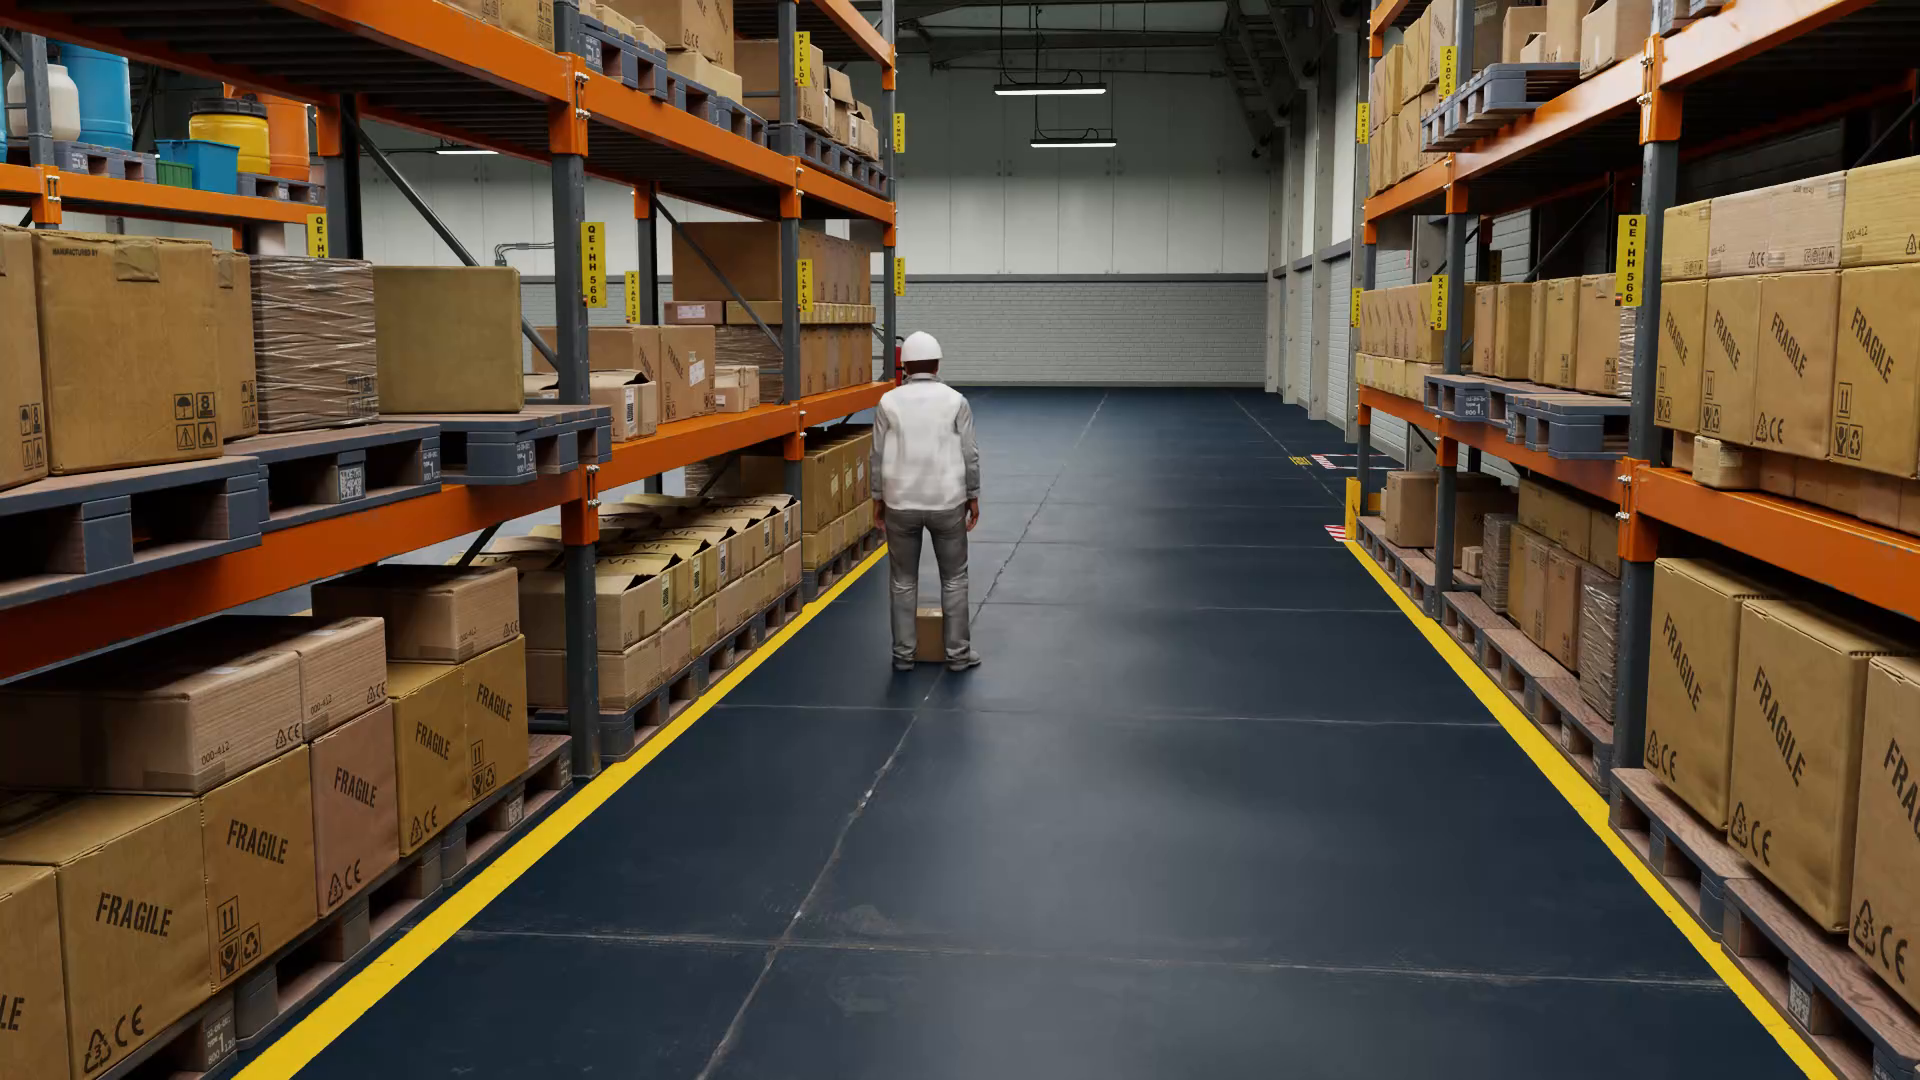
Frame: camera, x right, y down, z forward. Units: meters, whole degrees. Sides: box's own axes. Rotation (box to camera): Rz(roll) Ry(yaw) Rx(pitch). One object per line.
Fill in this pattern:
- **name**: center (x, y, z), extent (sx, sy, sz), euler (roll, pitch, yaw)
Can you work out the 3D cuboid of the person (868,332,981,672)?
- **person**: center (-0.183, -0.201, 8.714), extent (0.582, 1.769, 0.465), euler (0, 8, 3)
